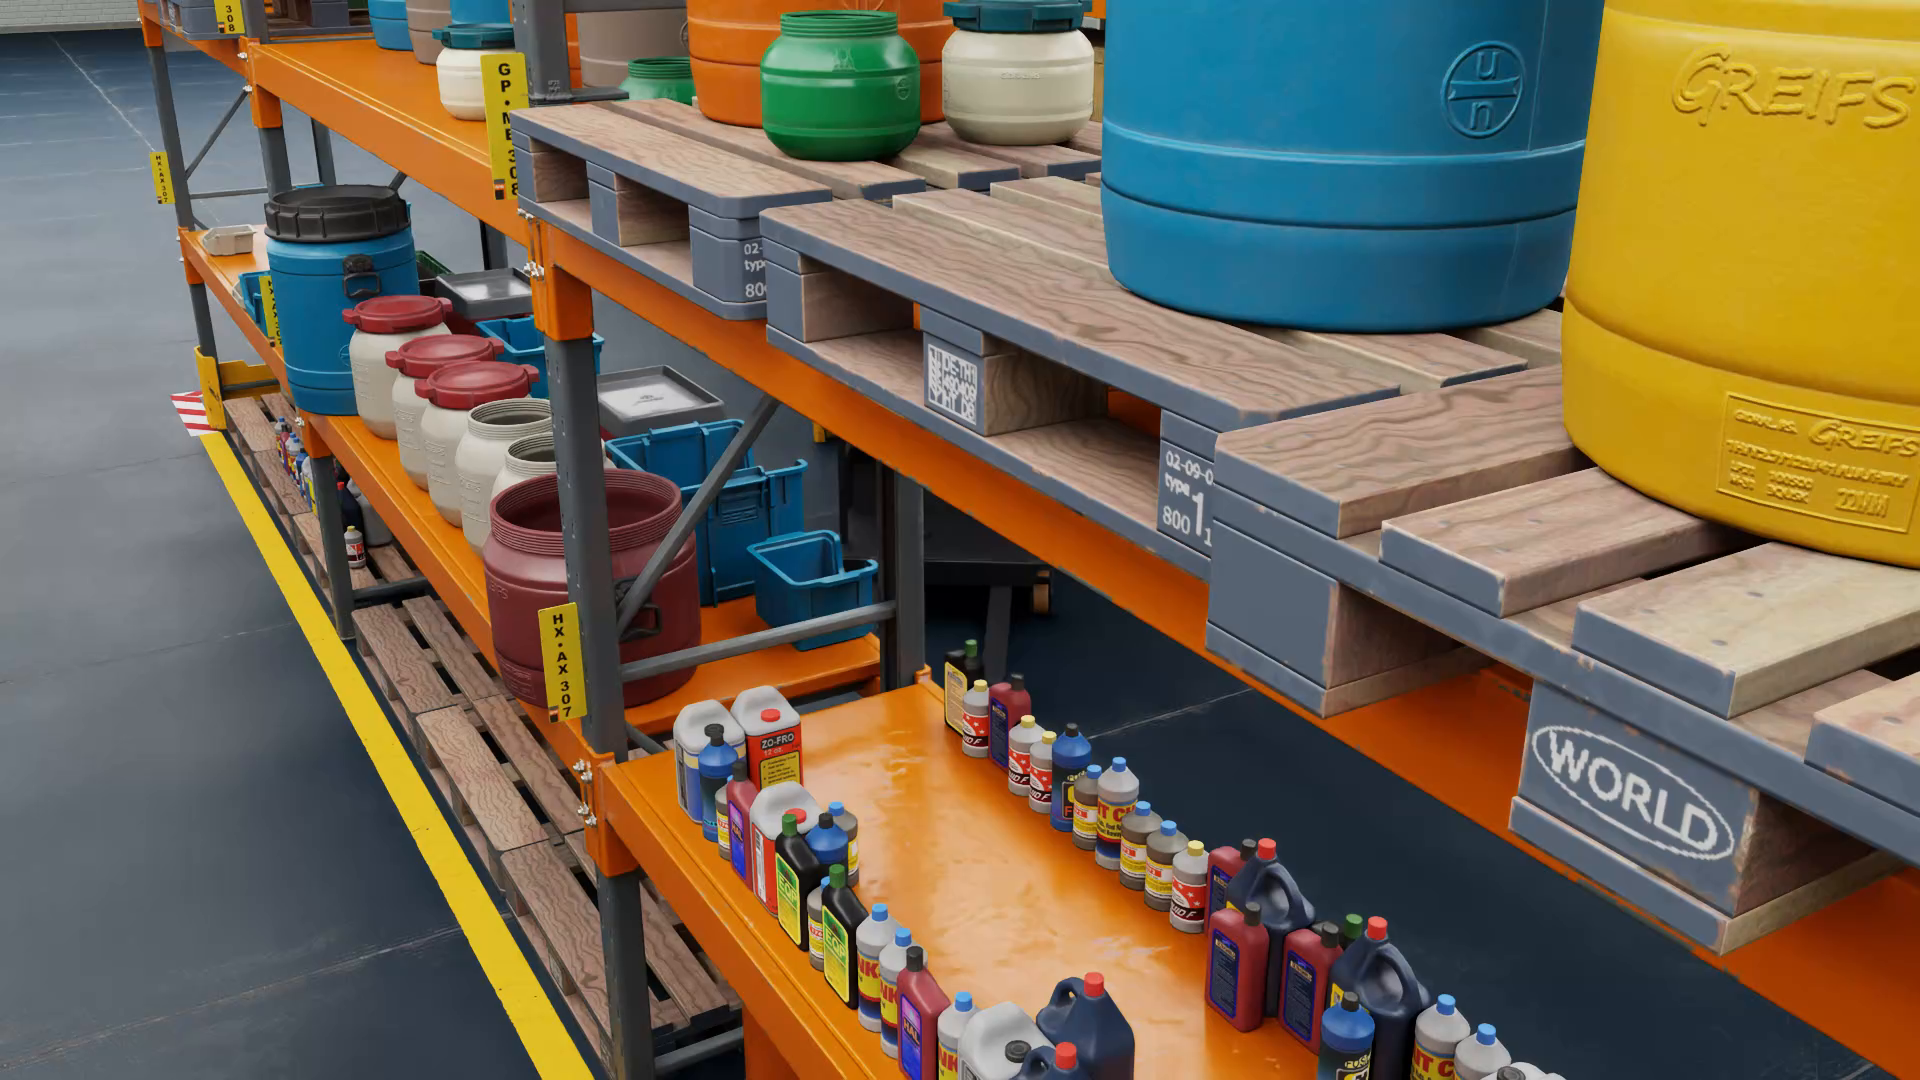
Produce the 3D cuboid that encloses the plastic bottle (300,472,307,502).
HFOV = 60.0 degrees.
[{"bbox_3d":[-3.609,-0.320,9.246,0.097,0.201,0.097,0,22,0],"label":"plastic bottle"}]

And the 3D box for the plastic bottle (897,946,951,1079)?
[{"bbox_3d":[-0.068,0.928,3.200,0.061,0.283,0.133,-13,25,-28],"label":"plastic bottle"}]

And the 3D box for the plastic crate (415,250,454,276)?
[{"bbox_3d":[-3.056,-1.402,9.058,0.450,0.188,0.662,-13,25,-28],"label":"plastic crate"}]

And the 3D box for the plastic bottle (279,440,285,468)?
[{"bbox_3d":[-3.938,-0.528,9.759,0.097,0.201,0.097,0,22,0],"label":"plastic bottle"}]

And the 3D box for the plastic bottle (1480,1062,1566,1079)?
[{"bbox_3d":[0.981,1.043,2.926,0.152,0.276,0.135,-13,25,-28],"label":"plastic bottle"}]

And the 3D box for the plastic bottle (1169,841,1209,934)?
[{"bbox_3d":[0.520,0.766,3.708,0.097,0.201,0.097,0,22,0],"label":"plastic bottle"}]

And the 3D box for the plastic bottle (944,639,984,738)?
[{"bbox_3d":[0.011,0.392,4.519,0.061,0.283,0.133,-13,25,-28],"label":"plastic bottle"}]

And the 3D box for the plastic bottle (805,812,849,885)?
[{"bbox_3d":[-0.295,0.731,3.699,0.097,0.271,0.097,0,22,0],"label":"plastic bottle"}]

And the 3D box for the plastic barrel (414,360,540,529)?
[{"bbox_3d":[-1.710,-0.340,5.983,0.433,0.535,0.433,0,22,0],"label":"plastic barrel"}]

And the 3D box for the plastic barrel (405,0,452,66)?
[{"bbox_3d":[-1.825,-2.293,6.321,0.600,0.901,0.600,0,22,0],"label":"plastic barrel"}]

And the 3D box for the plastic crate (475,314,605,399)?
[{"bbox_3d":[-1.775,-0.701,7.075,0.392,0.384,0.575,-13,25,-28],"label":"plastic crate"}]

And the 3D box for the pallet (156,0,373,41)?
[{"bbox_3d":[-3.058,-2.523,7.802,1.213,0.211,1.003,-13,25,-28],"label":"pallet"}]

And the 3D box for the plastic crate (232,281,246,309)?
[{"bbox_3d":[-3.653,-1.361,9.026,0.530,0.136,0.437,-13,25,-28],"label":"plastic crate"}]

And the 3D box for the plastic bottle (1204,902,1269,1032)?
[{"bbox_3d":[0.566,0.849,3.393,0.061,0.283,0.133,-13,25,-28],"label":"plastic bottle"}]

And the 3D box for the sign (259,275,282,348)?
[{"bbox_3d":[-3.084,-1.032,7.500,0.100,0.325,0.005,-13,25,-28],"label":"sign"}]

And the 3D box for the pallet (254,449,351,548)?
[{"bbox_3d":[-3.540,-0.335,9.856,1.003,0.211,1.213,-13,25,-28],"label":"pallet"}]

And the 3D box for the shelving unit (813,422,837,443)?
[{"bbox_3d":[-0.417,-1.247,10.388,0.587,1.500,1.083,-15,26,-32],"label":"shelving unit"}]

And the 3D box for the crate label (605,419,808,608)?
[{"bbox_3d":[-0.837,-0.101,5.530,0.502,0.435,0.616,-13,25,-28],"label":"crate label"}]

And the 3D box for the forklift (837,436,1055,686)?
[{"bbox_3d":[-0.069,-1.102,8.129,1.130,2.935,3.031,1,22,3],"label":"forklift"}]

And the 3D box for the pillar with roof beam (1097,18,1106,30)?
[{"bbox_3d":[-1.796,-8.040,17.141,9.100,9.000,0.400,-13,25,-28],"label":"pillar with roof beam"}]

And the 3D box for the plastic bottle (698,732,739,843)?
[{"bbox_3d":[-0.583,0.593,4.039,0.097,0.271,0.097,0,22,0],"label":"plastic bottle"}]

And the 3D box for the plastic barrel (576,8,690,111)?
[{"bbox_3d":[-0.795,-1.641,4.715,0.600,0.901,0.600,0,22,0],"label":"plastic barrel"}]

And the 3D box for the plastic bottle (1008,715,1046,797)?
[{"bbox_3d":[0.172,0.545,4.250,0.097,0.201,0.097,0,22,0],"label":"plastic bottle"}]

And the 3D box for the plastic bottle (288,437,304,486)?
[{"bbox_3d":[-3.764,-0.451,9.476,0.097,0.271,0.097,0,22,0],"label":"plastic bottle"}]

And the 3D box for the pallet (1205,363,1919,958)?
[{"bbox_3d":[0.997,0.047,1.481,1.213,0.211,1.003,-13,25,-28],"label":"pallet"}]

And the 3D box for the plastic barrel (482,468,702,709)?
[{"bbox_3d":[-1.060,0.134,4.818,0.600,0.536,0.708,-13,25,-28],"label":"plastic barrel"}]

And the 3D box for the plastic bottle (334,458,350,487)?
[{"bbox_3d":[-3.370,-0.299,9.087,0.061,0.283,0.133,-13,25,-28],"label":"plastic bottle"}]

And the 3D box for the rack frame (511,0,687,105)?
[{"bbox_3d":[-0.562,-2.490,3.488,1.000,3.000,0.127,-13,25,-28],"label":"rack frame"}]

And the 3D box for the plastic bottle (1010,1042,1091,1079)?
[{"bbox_3d":[0.168,1.015,2.896,0.144,0.351,0.185,-13,25,-28],"label":"plastic bottle"}]

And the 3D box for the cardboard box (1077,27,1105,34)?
[{"bbox_3d":[0.654,-3.235,11.431,0.700,0.500,0.500,-13,25,-28],"label":"cardboard box"}]

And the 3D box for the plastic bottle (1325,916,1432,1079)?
[{"bbox_3d":[0.803,0.893,3.196,0.144,0.351,0.185,-13,25,-28],"label":"plastic bottle"}]

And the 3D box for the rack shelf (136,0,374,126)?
[{"bbox_3d":[-3.627,-2.710,8.967,1.077,0.370,4.000,-13,25,-28],"label":"rack shelf"}]

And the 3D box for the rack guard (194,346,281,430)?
[{"bbox_3d":[-4.569,-1.127,11.421,1.175,0.500,0.348,-13,25,-28],"label":"rack guard"}]

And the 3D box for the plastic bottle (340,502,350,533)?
[{"bbox_3d":[-3.135,-0.044,8.459,0.061,0.283,0.133,-11,25,-26],"label":"plastic bottle"}]

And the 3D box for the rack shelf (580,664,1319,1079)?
[{"bbox_3d":[0.459,1.269,3.160,1.077,0.370,4.000,-13,25,-28],"label":"rack shelf"}]

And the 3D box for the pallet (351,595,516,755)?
[{"bbox_3d":[-2.171,0.532,7.721,1.003,0.211,1.213,-13,25,-28],"label":"pallet"}]

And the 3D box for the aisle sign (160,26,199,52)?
[{"bbox_3d":[-4.937,-3.472,10.418,0.394,0.787,0.004,-13,25,-28],"label":"aisle sign"}]

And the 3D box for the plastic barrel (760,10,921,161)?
[{"bbox_3d":[-0.219,-0.836,3.050,0.294,0.245,0.294,0,22,0],"label":"plastic barrel"}]

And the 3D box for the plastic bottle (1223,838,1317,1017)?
[{"bbox_3d":[0.641,0.790,3.450,0.144,0.351,0.185,-13,25,-28],"label":"plastic bottle"}]

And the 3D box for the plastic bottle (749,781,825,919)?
[{"bbox_3d":[-0.383,0.698,3.775,0.152,0.276,0.135,-13,25,-28],"label":"plastic bottle"}]

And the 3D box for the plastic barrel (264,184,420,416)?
[{"bbox_3d":[-2.669,-1.055,7.258,0.600,0.901,0.708,-13,25,-28],"label":"plastic barrel"}]

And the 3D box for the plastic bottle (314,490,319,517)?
[{"bbox_3d":[-3.399,-0.211,8.871,0.061,0.283,0.133,-11,24,-25],"label":"plastic bottle"}]

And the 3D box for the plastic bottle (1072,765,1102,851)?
[{"bbox_3d":[0.321,0.640,4.018,0.097,0.201,0.097,0,22,0],"label":"plastic bottle"}]

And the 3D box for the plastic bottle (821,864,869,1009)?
[{"bbox_3d":[-0.236,0.822,3.461,0.061,0.283,0.133,-13,25,-28],"label":"plastic bottle"}]

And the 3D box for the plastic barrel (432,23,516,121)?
[{"bbox_3d":[-1.412,-1.404,4.981,0.301,0.262,0.301,0,22,0],"label":"plastic barrel"}]
